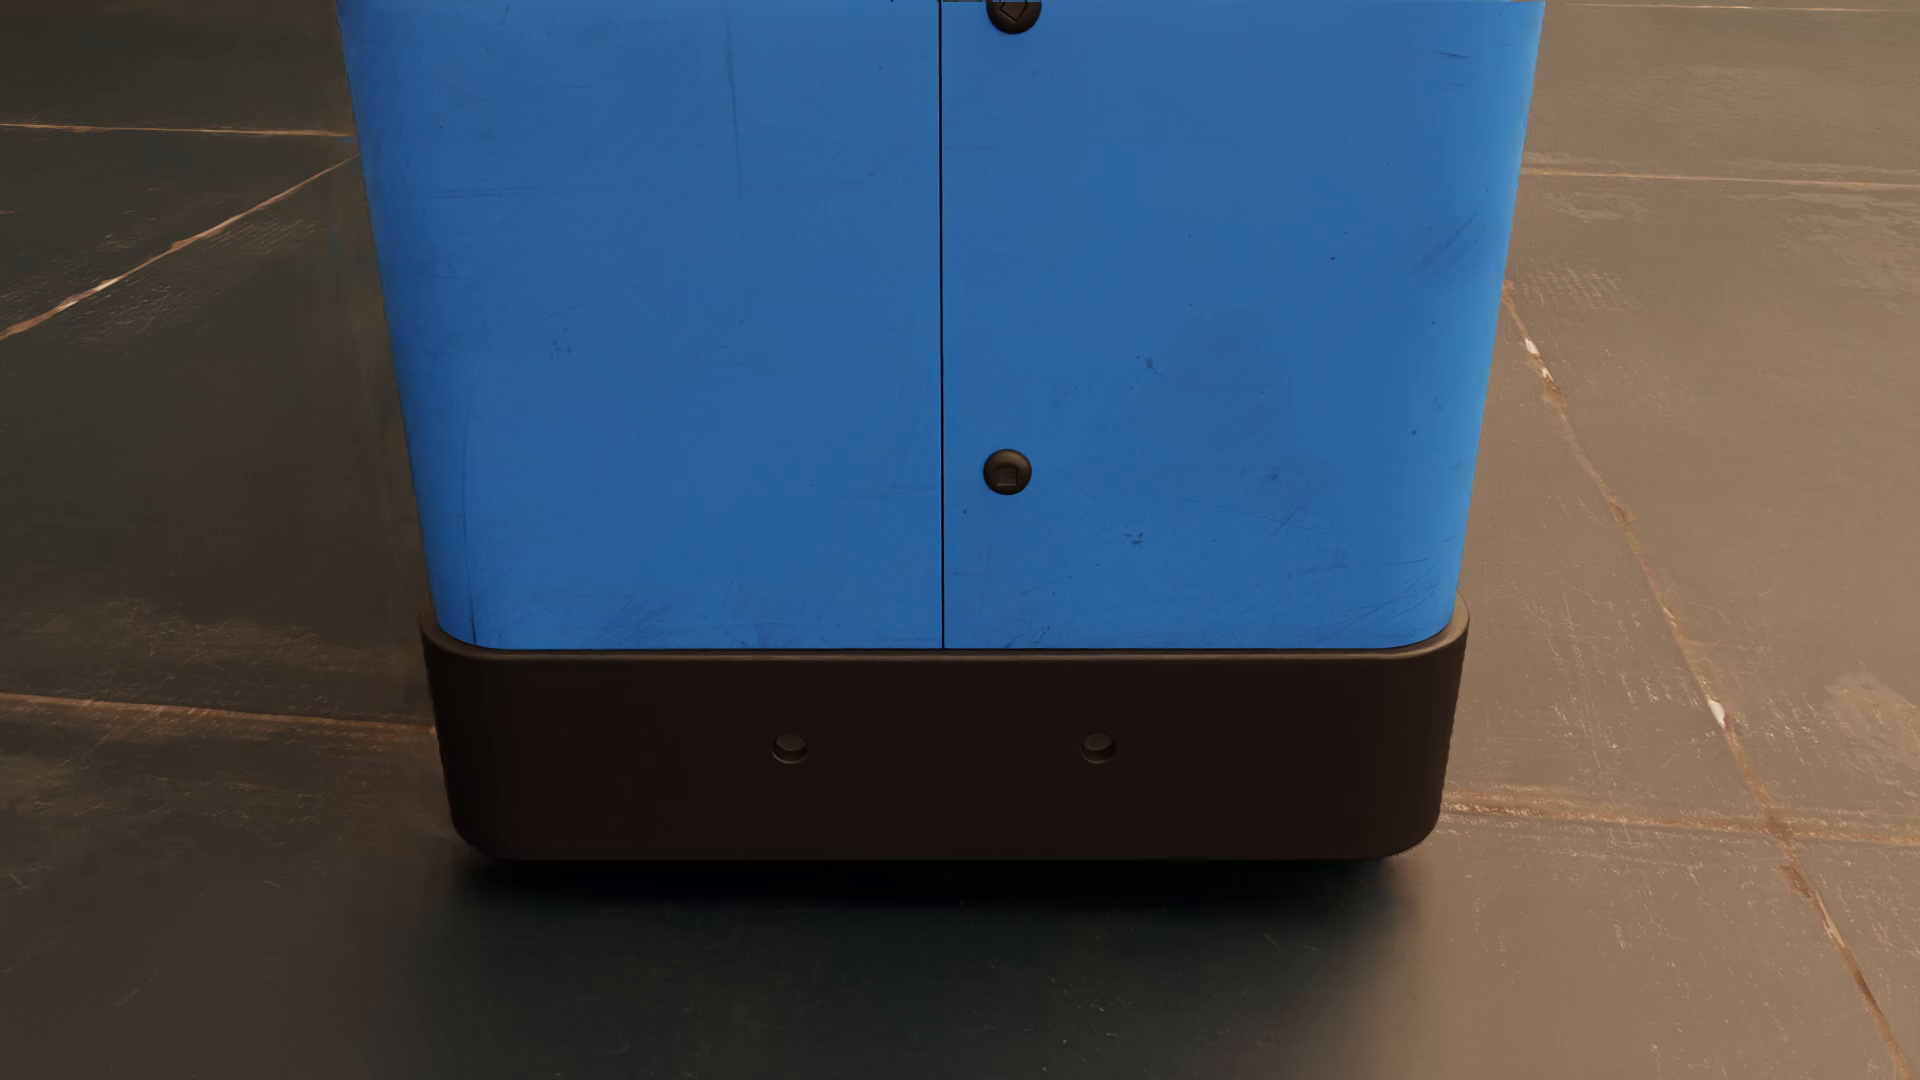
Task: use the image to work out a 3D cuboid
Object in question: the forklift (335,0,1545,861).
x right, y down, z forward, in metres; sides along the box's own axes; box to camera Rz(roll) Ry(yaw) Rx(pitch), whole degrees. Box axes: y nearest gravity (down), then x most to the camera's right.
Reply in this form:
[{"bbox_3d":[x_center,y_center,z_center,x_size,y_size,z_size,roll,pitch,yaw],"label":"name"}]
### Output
[{"bbox_3d":[-0.019,-1.598,2.419,1.130,2.935,3.031,0,27,0],"label":"forklift"}]
